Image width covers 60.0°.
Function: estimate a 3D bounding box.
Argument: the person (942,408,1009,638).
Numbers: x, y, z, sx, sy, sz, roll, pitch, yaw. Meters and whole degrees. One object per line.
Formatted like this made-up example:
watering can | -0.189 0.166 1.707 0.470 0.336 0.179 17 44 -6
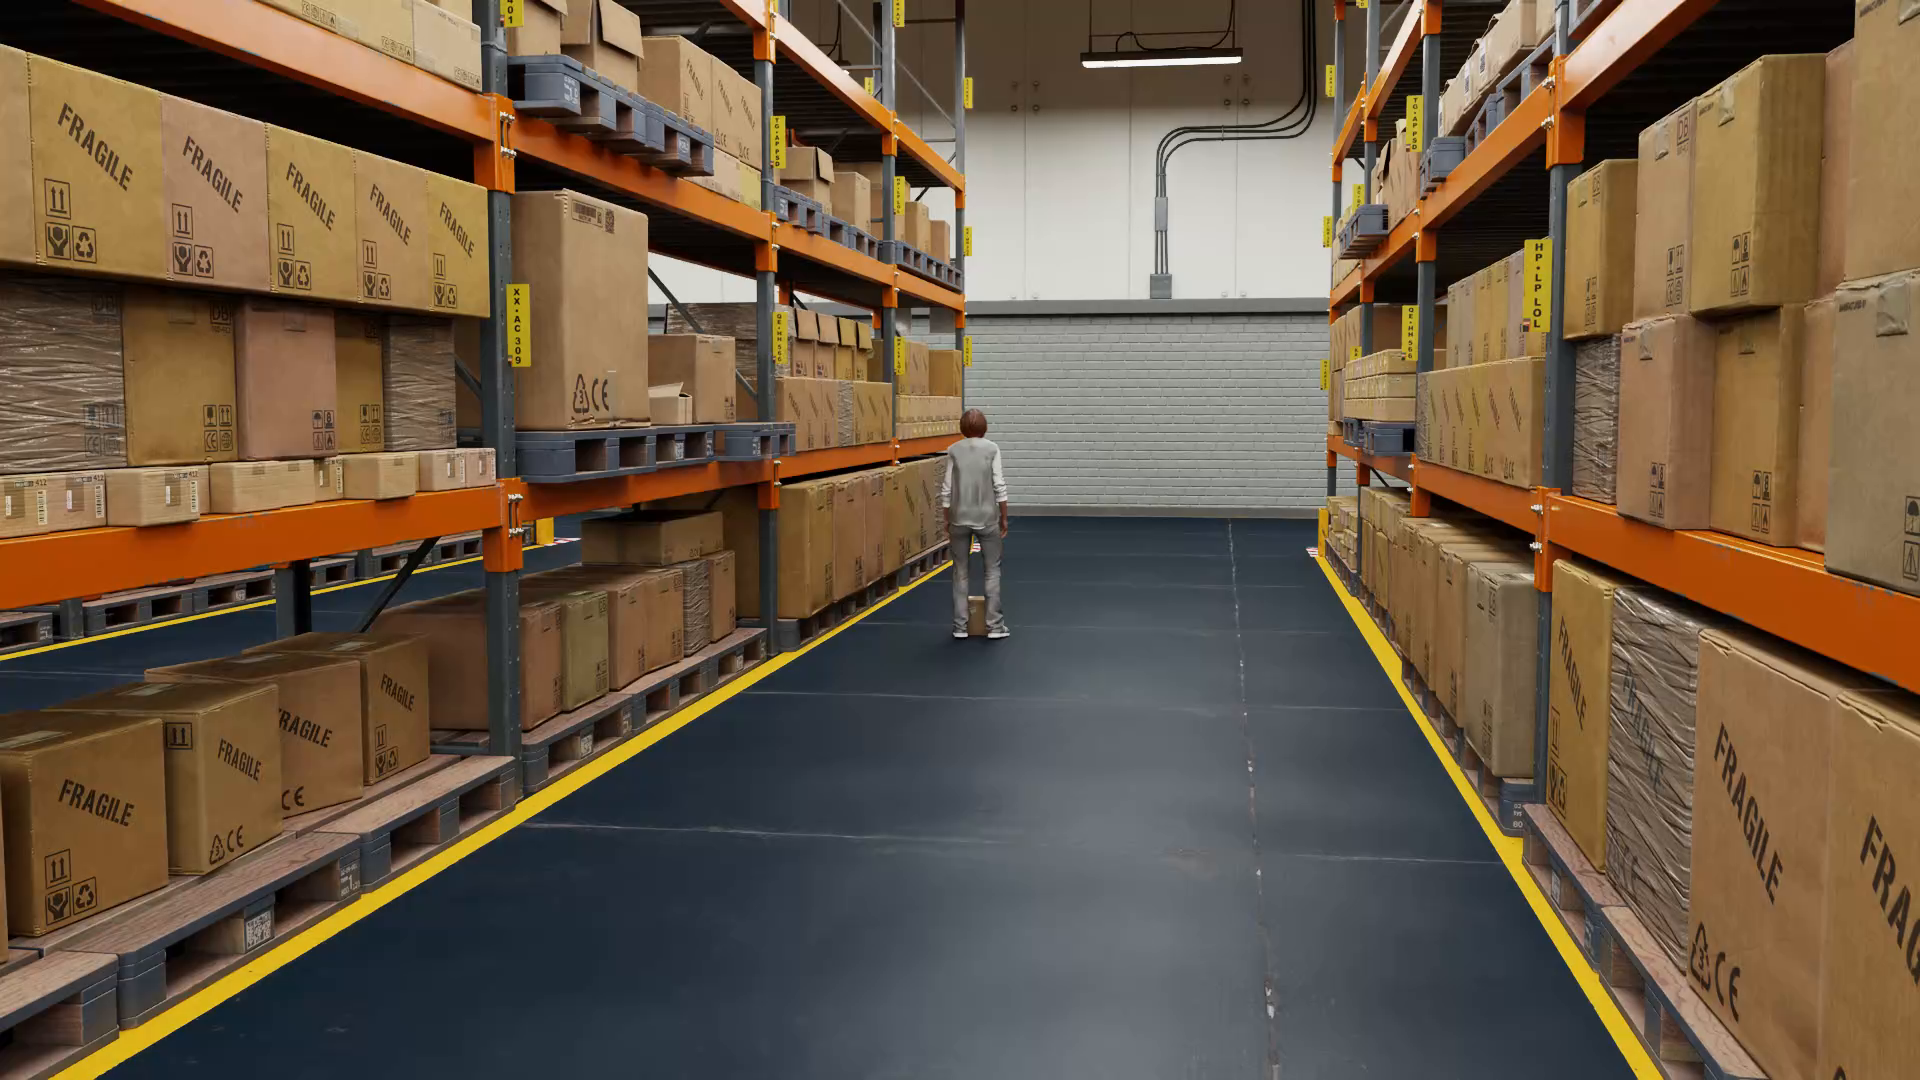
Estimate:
person | 0.103 -0.113 11.513 0.462 1.593 0.343 1 5 9
